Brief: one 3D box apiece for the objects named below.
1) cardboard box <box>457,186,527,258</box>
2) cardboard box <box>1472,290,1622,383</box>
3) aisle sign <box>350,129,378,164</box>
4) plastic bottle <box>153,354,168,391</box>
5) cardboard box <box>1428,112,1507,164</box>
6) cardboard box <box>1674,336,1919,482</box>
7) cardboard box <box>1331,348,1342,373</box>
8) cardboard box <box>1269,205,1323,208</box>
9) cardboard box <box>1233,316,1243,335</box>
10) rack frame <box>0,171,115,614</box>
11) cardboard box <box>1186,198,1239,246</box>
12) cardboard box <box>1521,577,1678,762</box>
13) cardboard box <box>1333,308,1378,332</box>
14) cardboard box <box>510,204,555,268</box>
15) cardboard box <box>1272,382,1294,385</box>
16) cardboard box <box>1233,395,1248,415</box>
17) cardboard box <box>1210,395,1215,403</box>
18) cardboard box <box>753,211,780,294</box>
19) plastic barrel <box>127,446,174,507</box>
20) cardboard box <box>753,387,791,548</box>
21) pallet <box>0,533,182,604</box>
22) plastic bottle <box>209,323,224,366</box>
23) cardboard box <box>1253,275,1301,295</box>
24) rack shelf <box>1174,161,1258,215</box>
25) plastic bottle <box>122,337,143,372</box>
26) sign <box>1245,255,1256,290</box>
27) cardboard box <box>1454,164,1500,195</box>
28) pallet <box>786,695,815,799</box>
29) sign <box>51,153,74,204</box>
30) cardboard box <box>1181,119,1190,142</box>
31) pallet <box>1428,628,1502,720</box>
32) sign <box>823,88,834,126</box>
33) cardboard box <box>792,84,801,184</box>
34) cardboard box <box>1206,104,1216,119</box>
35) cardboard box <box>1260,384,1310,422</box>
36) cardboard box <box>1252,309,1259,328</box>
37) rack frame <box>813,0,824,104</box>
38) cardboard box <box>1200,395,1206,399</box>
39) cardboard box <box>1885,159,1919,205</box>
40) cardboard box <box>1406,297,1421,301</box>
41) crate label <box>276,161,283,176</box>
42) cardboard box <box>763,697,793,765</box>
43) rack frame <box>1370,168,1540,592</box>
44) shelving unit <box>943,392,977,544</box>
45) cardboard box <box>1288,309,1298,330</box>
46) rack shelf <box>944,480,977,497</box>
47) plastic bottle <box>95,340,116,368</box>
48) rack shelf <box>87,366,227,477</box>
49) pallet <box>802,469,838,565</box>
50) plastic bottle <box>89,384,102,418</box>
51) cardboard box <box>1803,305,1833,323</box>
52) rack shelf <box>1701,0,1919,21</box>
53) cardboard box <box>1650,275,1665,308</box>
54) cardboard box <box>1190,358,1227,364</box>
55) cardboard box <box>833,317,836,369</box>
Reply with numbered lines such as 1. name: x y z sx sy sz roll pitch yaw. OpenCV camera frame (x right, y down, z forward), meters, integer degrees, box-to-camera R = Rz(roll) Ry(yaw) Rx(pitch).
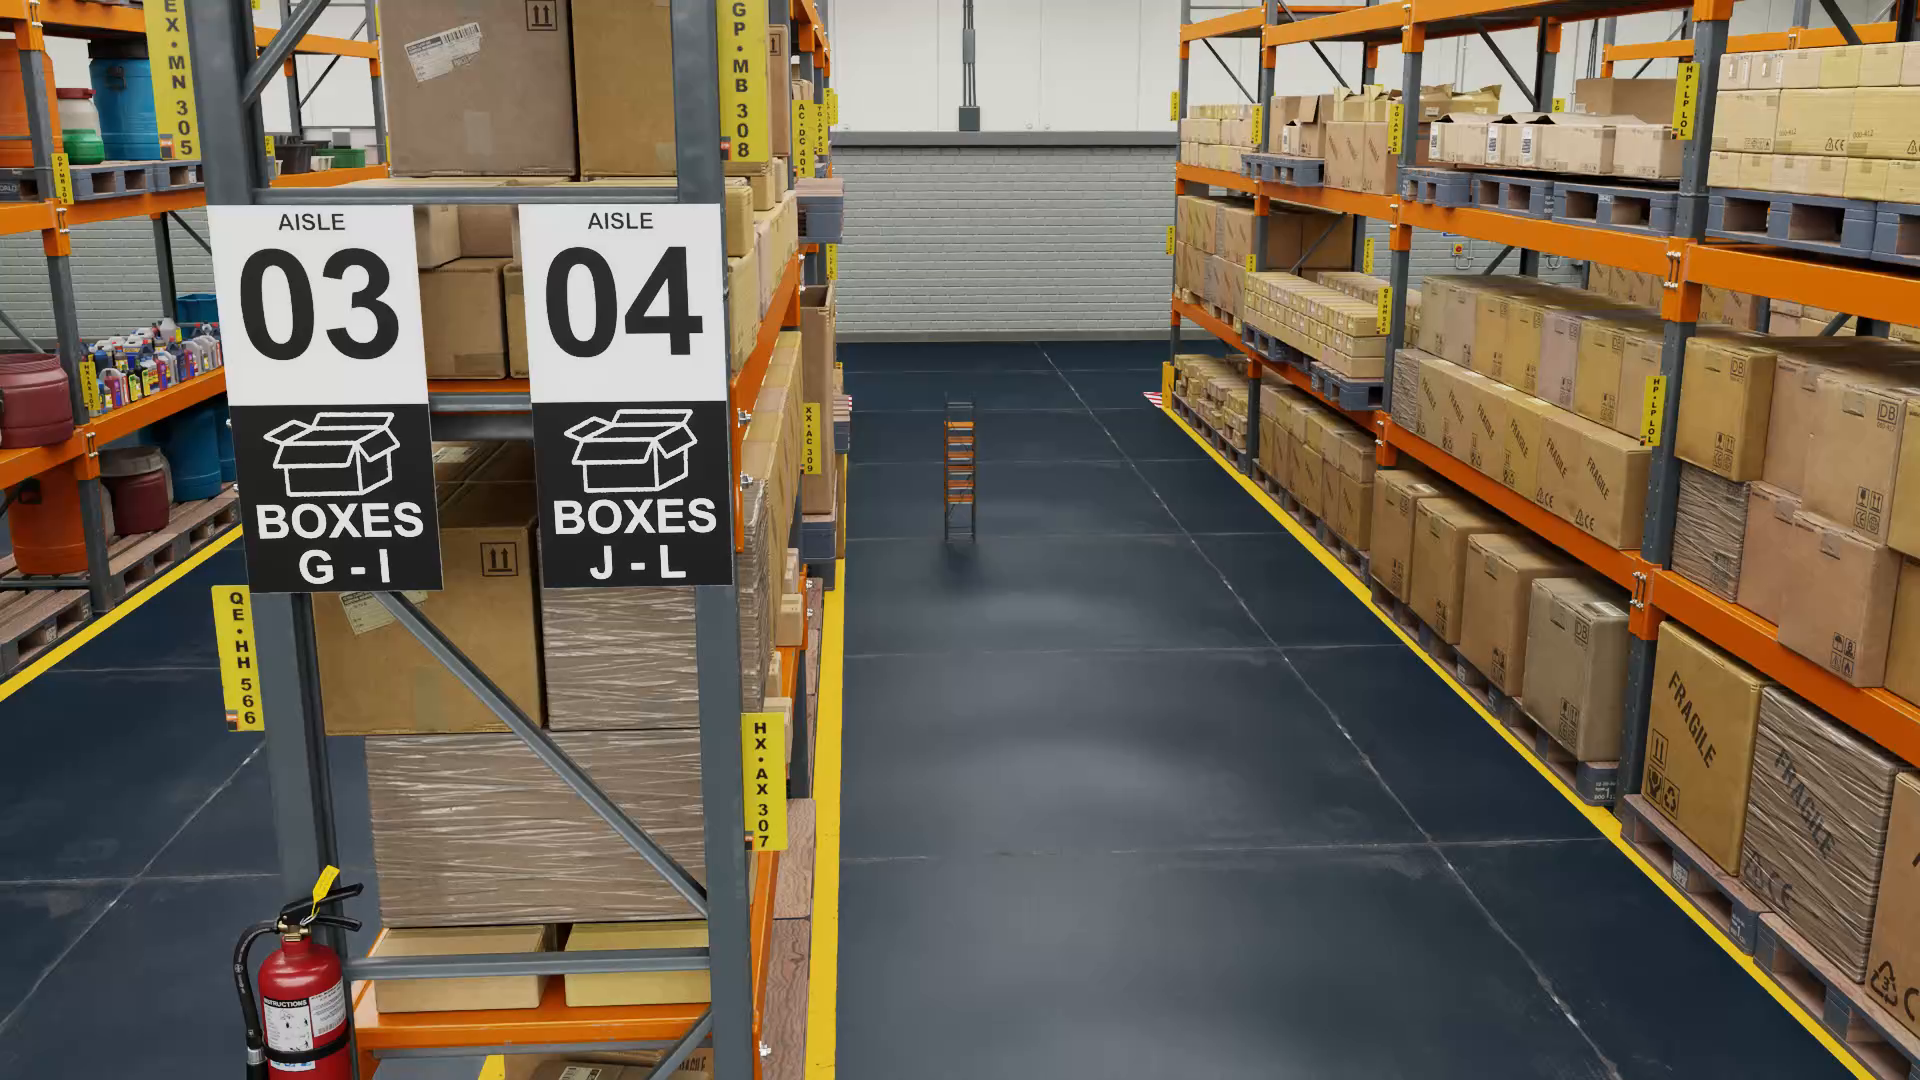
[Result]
1. cardboard box: -1.205 -0.739 3.861 0.380 0.149 0.250 -1 14 -5
2. cardboard box: 3.568 -1.244 10.134 0.700 0.500 0.500 -1 14 -4
3. aisle sign: -6.624 -4.219 18.689 0.394 0.787 0.004 -1 14 -3
4. plastic bottle: -6.147 -1.293 12.765 0.061 0.283 0.133 -1 14 -3
5. cardboard box: 3.309 -2.554 10.550 0.500 0.311 0.500 -1 14 -3
6. cardboard box: 3.720 -0.585 7.312 0.875 0.550 0.550 -1 14 -3
7. cardboard box: 2.981 -1.335 12.358 0.380 0.149 0.250 -1 14 -4
8. cardboard box: 3.403 -3.118 16.822 0.500 0.500 0.500 -1 14 -3
9. cardboard box: 2.860 -2.079 16.092 0.380 0.149 0.250 -1 14 -5
10. rack frame: -6.417 -0.948 11.193 1.000 3.000 0.127 -1 14 -3
11. cardboard box: 2.788 -3.502 18.311 0.500 0.500 0.500 0 14 -2
12. cardboard box: 3.603 0.652 8.646 1.050 0.750 0.750 -1 14 -4
13. cardboard box: 2.982 -1.623 12.284 0.380 0.149 0.250 -1 14 -4
14. cardboard box: -0.764 -0.681 3.633 0.380 0.149 0.250 -1 14 -4
15. cardboard box: 3.425 -1.531 17.143 0.380 0.149 0.250 -1 14 -2
16. cardboard box: 2.898 -1.329 16.358 0.380 0.149 0.250 -1 14 -3
17. cardboard box: 2.905 -1.573 17.902 0.380 0.149 0.250 0 14 -1
18. cardboard box: -0.852 -0.920 5.363 0.500 0.250 0.500 0 14 -2
19. plastic barrel: -6.658 -0.488 13.554 0.421 0.512 0.421 0 14 0
20. cardboard box: -0.833 -0.226 5.581 0.500 0.500 0.500 -1 14 -3
21. pallet: -6.507 0.207 12.300 1.003 0.211 1.213 -1 14 -3
22. plastic bottle: -6.270 -1.650 14.018 0.144 0.351 0.185 -1 14 -3
23. cardboard box: 2.824 -2.267 14.784 0.380 0.149 0.250 0 14 -2
24. rack shelf: 3.112 -3.673 17.205 1.077 0.370 4.000 -1 14 -3
25. plastic bottle: -6.807 -1.534 13.719 0.152 0.276 0.135 -1 14 -3
26. sign: 2.694 -2.480 15.408 0.100 0.325 0.005 -1 14 -3
27. cardboard box: 3.714 -2.724 11.872 0.500 0.500 0.500 -1 14 -3
28. pallet: -1.275 1.127 8.724 1.003 0.211 1.213 -1 14 -3
29. sign: -5.868 -2.361 10.872 0.100 0.325 0.005 -1 14 -3
30. cardboard box: 2.756 -4.572 18.556 0.500 0.250 0.500 -1 14 -3
31. pallet: 3.530 0.774 10.094 1.003 0.211 1.213 -1 14 -3
32. sign: -1.180 -3.886 14.921 0.100 0.325 0.005 -1 14 -3
33. cardboard box: -1.215 -2.089 8.556 0.797 0.503 0.637 0 14 -1
34. cardboard box: 2.780 -4.475 17.376 0.380 0.149 0.250 0 14 -2
35. cardboard box: 3.018 -1.239 14.992 0.500 0.250 0.500 -2 15 -6
36. cardboard box: 2.824 -1.979 14.859 0.380 0.149 0.250 -1 14 -3
37. rack frame: -1.721 -4.925 14.609 1.000 3.000 0.127 -1 14 -3
38. cardboard box: 2.838 -1.501 18.218 0.380 0.149 0.250 -1 14 -3
39. cardboard box: 3.495 -1.252 5.813 0.380 0.149 0.250 -1 14 -3
40. cardboard box: 3.584 -1.825 13.068 0.380 0.149 0.250 0 14 -1
41. crate label: -6.406 -3.394 15.209 0.293 0.136 0.466 -1 14 -3
42. cardboard box: -0.753 0.637 5.534 0.380 0.149 0.250 -1 14 -3
43. rack frame: 3.483 -1.076 11.690 1.000 3.000 0.127 -1 14 -3
44. shelving unit: 0.001 -0.577 13.363 0.258 1.200 0.189 -1 14 -3
45. cardboard box: 2.900 -1.803 13.578 0.380 0.149 0.250 -1 14 -5
46. rack shelf: 0.001 -0.418 13.404 0.258 0.103 0.180 -1 14 -3
47. plastic bottle: -6.944 -1.474 13.485 0.152 0.276 0.135 -1 14 -3
48. rack shelf: -6.541 -1.097 13.216 1.077 0.370 4.000 -1 14 -3
49. pallet: -1.128 -0.130 8.395 1.003 0.211 1.213 -1 14 -3
50. plastic bottle: -6.121 -1.001 11.646 0.152 0.276 0.135 -1 14 -3
51. cardboard box: 7.976 -2.099 14.963 0.500 0.250 0.500 -1 14 -3
52. rack shelf: 3.855 -1.947 5.282 1.077 0.370 4.000 -1 14 -3
53. cardboard box: 7.786 -2.716 17.861 0.500 0.500 0.500 0 14 -2
54. cardboard box: 2.818 -1.975 18.865 0.380 0.149 0.250 -1 14 -2
55. cardboard box: -1.849 -2.031 18.821 0.875 0.875 0.875 -1 14 -3
